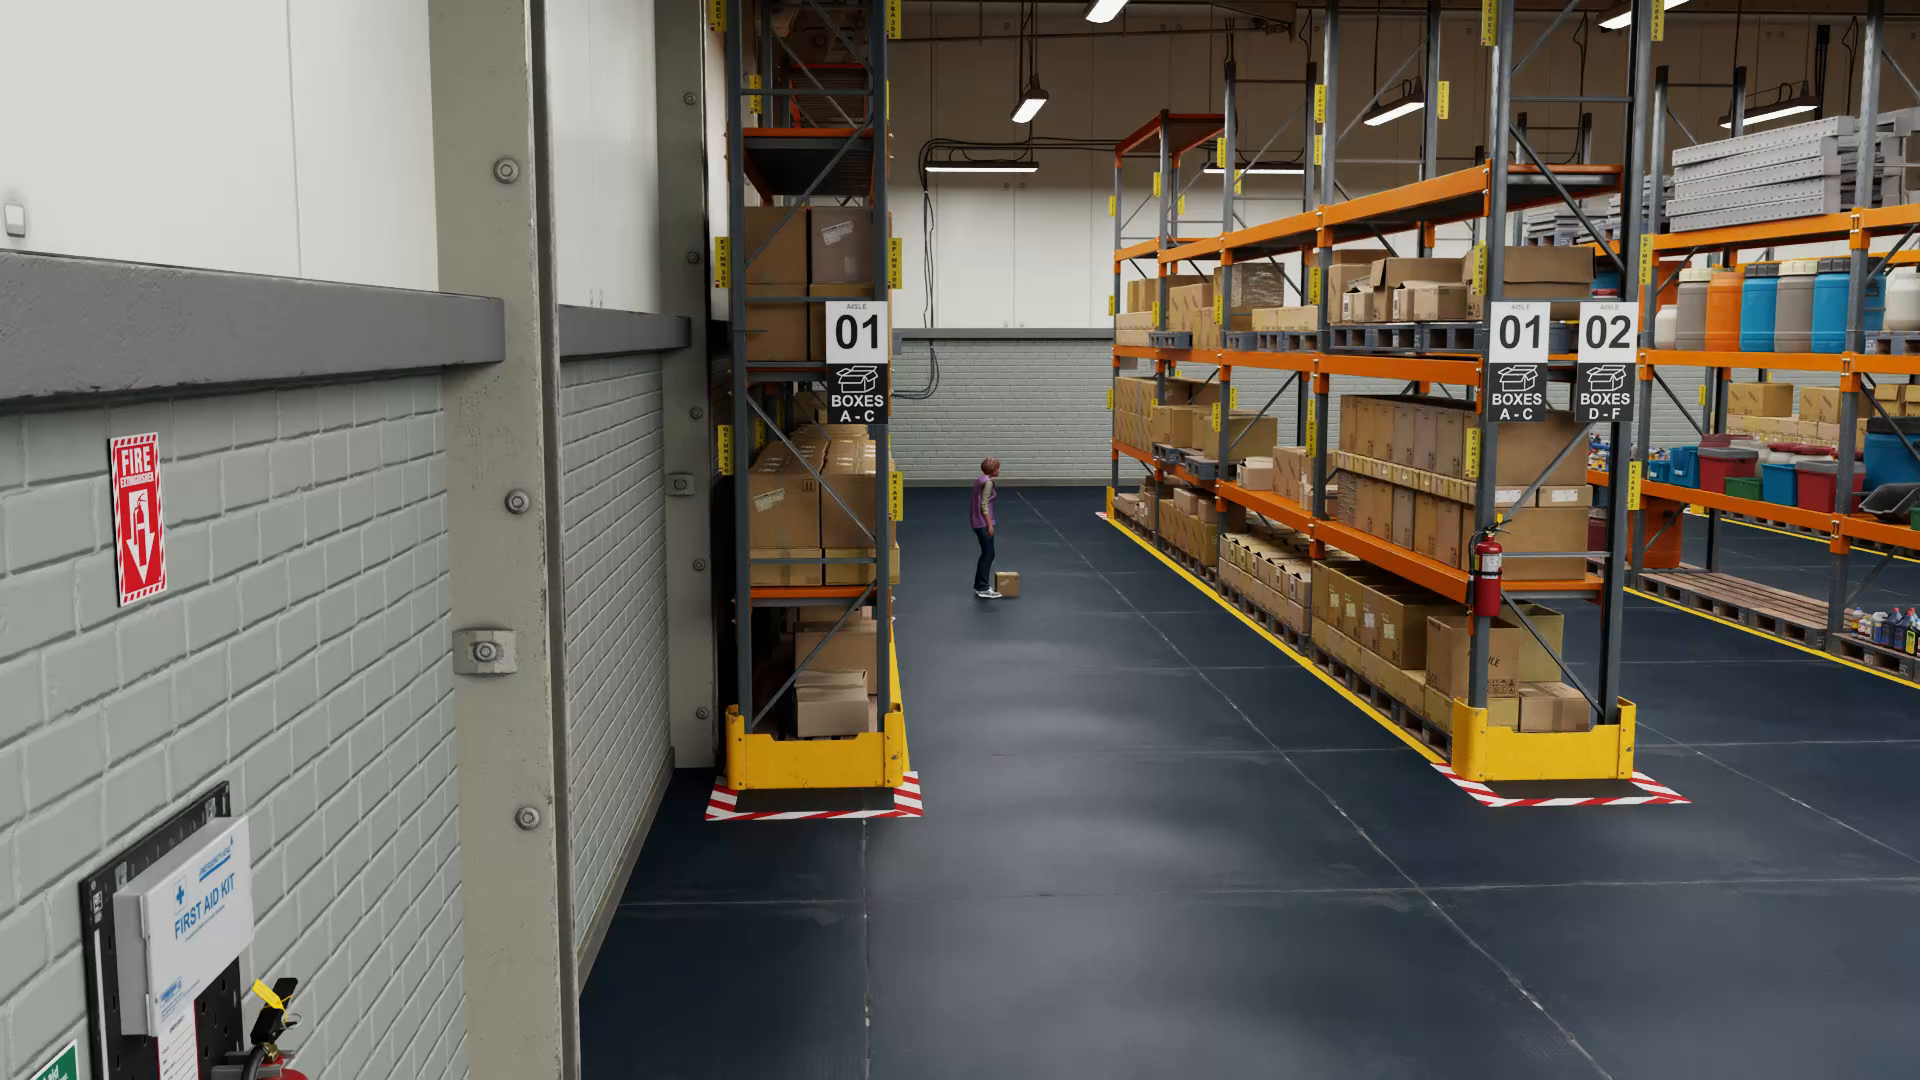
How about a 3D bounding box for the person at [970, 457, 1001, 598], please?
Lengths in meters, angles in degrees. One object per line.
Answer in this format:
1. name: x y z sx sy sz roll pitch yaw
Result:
1. person: 0.292 -0.147 19.042 0.345 1.580 0.477 -1 7 -7
